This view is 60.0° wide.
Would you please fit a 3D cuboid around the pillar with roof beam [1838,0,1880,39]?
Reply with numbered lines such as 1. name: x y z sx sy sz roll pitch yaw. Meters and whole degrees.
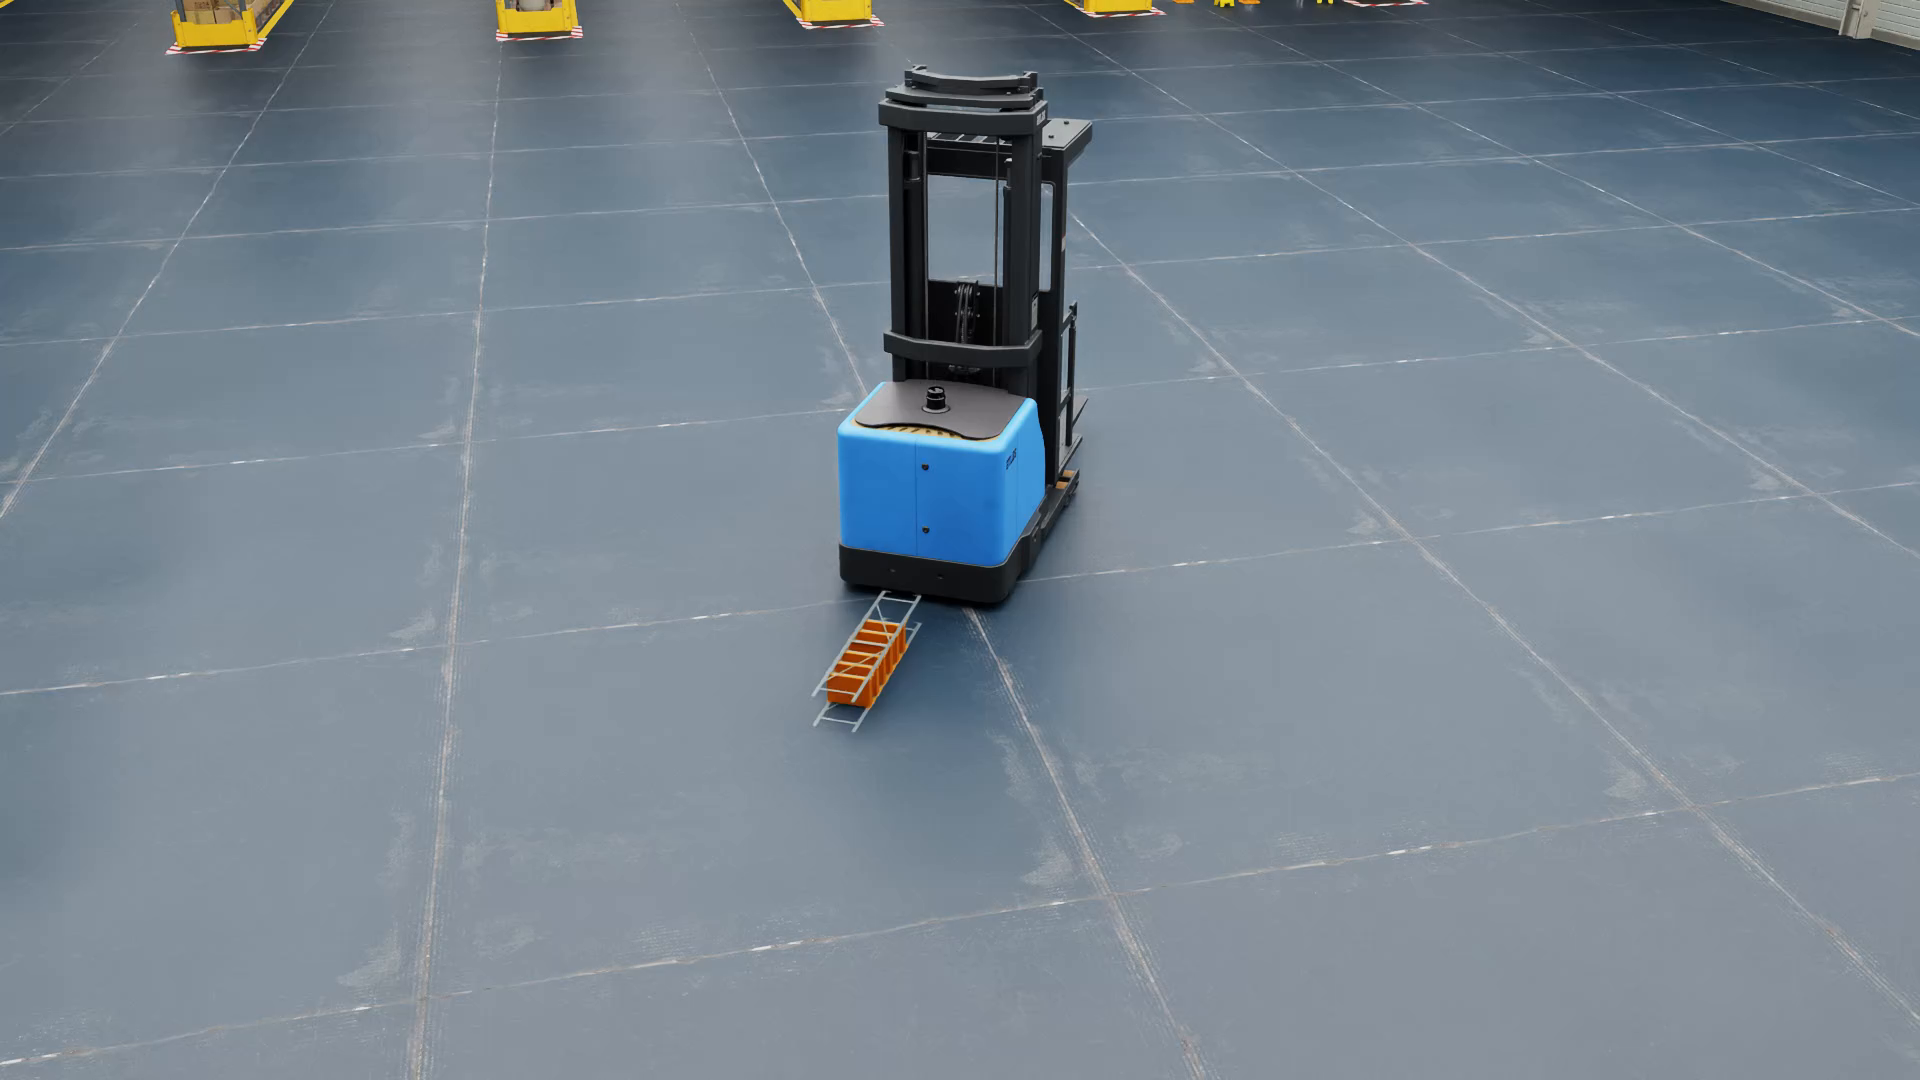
1. pillar with roof beam: 10.279 -11.729 24.000 9.100 9.000 0.400 -6 27 -12

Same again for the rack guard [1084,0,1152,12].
1. rack guard: 2.770 -9.545 29.107 1.175 0.500 0.348 -6 27 -12

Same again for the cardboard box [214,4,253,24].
1. cardboard box: -11.647 -8.426 26.701 0.500 0.250 0.500 -6 27 -12

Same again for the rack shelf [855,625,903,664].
1. rack shelf: -0.457 0.583 9.380 0.258 0.180 0.103 7 28 14

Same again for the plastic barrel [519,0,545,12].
1. plastic barrel: -7.139 -9.068 27.681 0.421 0.512 0.421 0 27 0

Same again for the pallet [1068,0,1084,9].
1. pallet: 2.508 -9.770 29.872 1.003 0.211 1.213 -6 27 -12

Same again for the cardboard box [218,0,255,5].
1. cardboard box: -11.761 -8.980 26.966 0.500 0.500 0.500 -6 27 -12

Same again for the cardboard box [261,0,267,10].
1. cardboard box: -11.983 -9.085 28.006 0.500 0.250 0.500 -6 27 -12

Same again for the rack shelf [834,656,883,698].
1. rack shelf: -0.556 0.739 9.071 0.258 0.180 0.103 7 28 14

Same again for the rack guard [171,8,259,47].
1. rack guard: -11.737 -8.082 26.207 1.175 0.500 0.348 -6 27 -12

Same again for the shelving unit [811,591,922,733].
1. shelving unit: -0.502 0.654 9.239 0.258 0.189 1.200 7 28 14

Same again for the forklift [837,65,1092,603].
1. forklift: 0.184 -1.580 10.628 1.130 2.935 3.031 8 28 15

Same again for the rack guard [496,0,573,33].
1. rack guard: -6.979 -8.622 27.278 1.175 0.500 0.348 -6 27 -12

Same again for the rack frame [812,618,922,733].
1. rack frame: -0.502 0.736 9.280 0.240 0.006 1.200 7 28 14

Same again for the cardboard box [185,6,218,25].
1. cardboard box: -12.152 -8.374 26.596 0.500 0.250 0.500 -6 27 -12

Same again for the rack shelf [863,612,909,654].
1. rack shelf: -0.424 0.531 9.483 0.258 0.180 0.103 7 28 14

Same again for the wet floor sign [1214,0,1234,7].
1. wet floor sign: 4.700 -9.809 29.468 0.267 0.644 0.232 -11 29 -20

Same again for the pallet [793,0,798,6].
1. pallet: -2.528 -9.896 30.121 1.003 0.211 1.213 -6 27 -12

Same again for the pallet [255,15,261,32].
1. pallet: -11.956 -8.295 26.950 1.003 0.211 1.213 -6 27 -12

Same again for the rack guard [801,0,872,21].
1. rack guard: -2.108 -9.130 28.284 1.175 0.500 0.348 -6 27 -12

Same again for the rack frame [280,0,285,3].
1. rack frame: -12.644 -10.964 29.144 1.000 3.000 0.127 -6 27 -12

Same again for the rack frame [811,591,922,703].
1. rack frame: -0.502 0.573 9.198 0.240 0.006 1.200 7 28 14

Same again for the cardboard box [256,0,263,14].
1. cardboard box: -11.875 -8.865 27.570 0.500 0.250 0.500 -6 27 -12

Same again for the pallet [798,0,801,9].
1. pallet: -2.256 -9.361 29.062 1.003 0.211 1.213 -6 27 -12

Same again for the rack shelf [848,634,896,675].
1. rack shelf: -0.490 0.635 9.277 0.258 0.180 0.103 7 28 14

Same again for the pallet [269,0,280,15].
1. pallet: -12.506 -9.366 29.072 1.003 0.211 1.213 -6 27 -12

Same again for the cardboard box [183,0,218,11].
1. cardboard box: -12.154 -8.708 26.427 0.500 0.500 0.500 -6 27 -12

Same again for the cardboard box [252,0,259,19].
1. cardboard box: -11.763 -8.645 27.135 0.500 0.250 0.500 -6 27 -12

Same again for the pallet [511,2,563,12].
1. pallet: -7.157 -8.850 28.050 1.003 0.211 1.213 -6 27 -12

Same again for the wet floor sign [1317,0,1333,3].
1. wet floor sign: 6.565 -9.976 29.798 0.267 0.644 0.232 3 27 6

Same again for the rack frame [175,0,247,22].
1. rack frame: -11.743 -9.208 25.665 1.000 3.000 0.127 -6 27 -12

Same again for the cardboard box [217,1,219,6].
1. cardboard box: -12.276 -8.592 27.029 0.500 0.250 0.500 -6 27 -12

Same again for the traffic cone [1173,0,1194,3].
1. traffic cone: 4.028 -9.917 29.884 0.336 0.463 0.334 -6 27 -12

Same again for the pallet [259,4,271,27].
1. pallet: -12.227 -8.829 28.009 1.003 0.211 1.213 -6 27 -12

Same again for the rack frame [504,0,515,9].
1. rack frame: -6.916 -9.710 26.658 1.000 3.000 0.127 -6 27 -12

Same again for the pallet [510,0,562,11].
1. pallet: -7.428 -9.385 29.110 1.003 0.211 1.213 -6 27 -12

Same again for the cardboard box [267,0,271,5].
1. cardboard box: -12.097 -9.304 28.440 0.500 0.250 0.500 -6 27 -12

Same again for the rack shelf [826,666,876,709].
1. rack shelf: -0.588 0.791 8.968 0.258 0.180 0.103 7 28 14

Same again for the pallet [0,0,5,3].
1. pallet: -17.647 -9.556 29.449 1.003 0.211 1.213 -6 27 -12

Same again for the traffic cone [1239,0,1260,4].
1. traffic cone: 5.206 -9.882 29.815 0.336 0.463 0.334 -6 27 -12

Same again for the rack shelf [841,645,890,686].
1. rack shelf: -0.523 0.687 9.174 0.258 0.180 0.103 7 28 14
